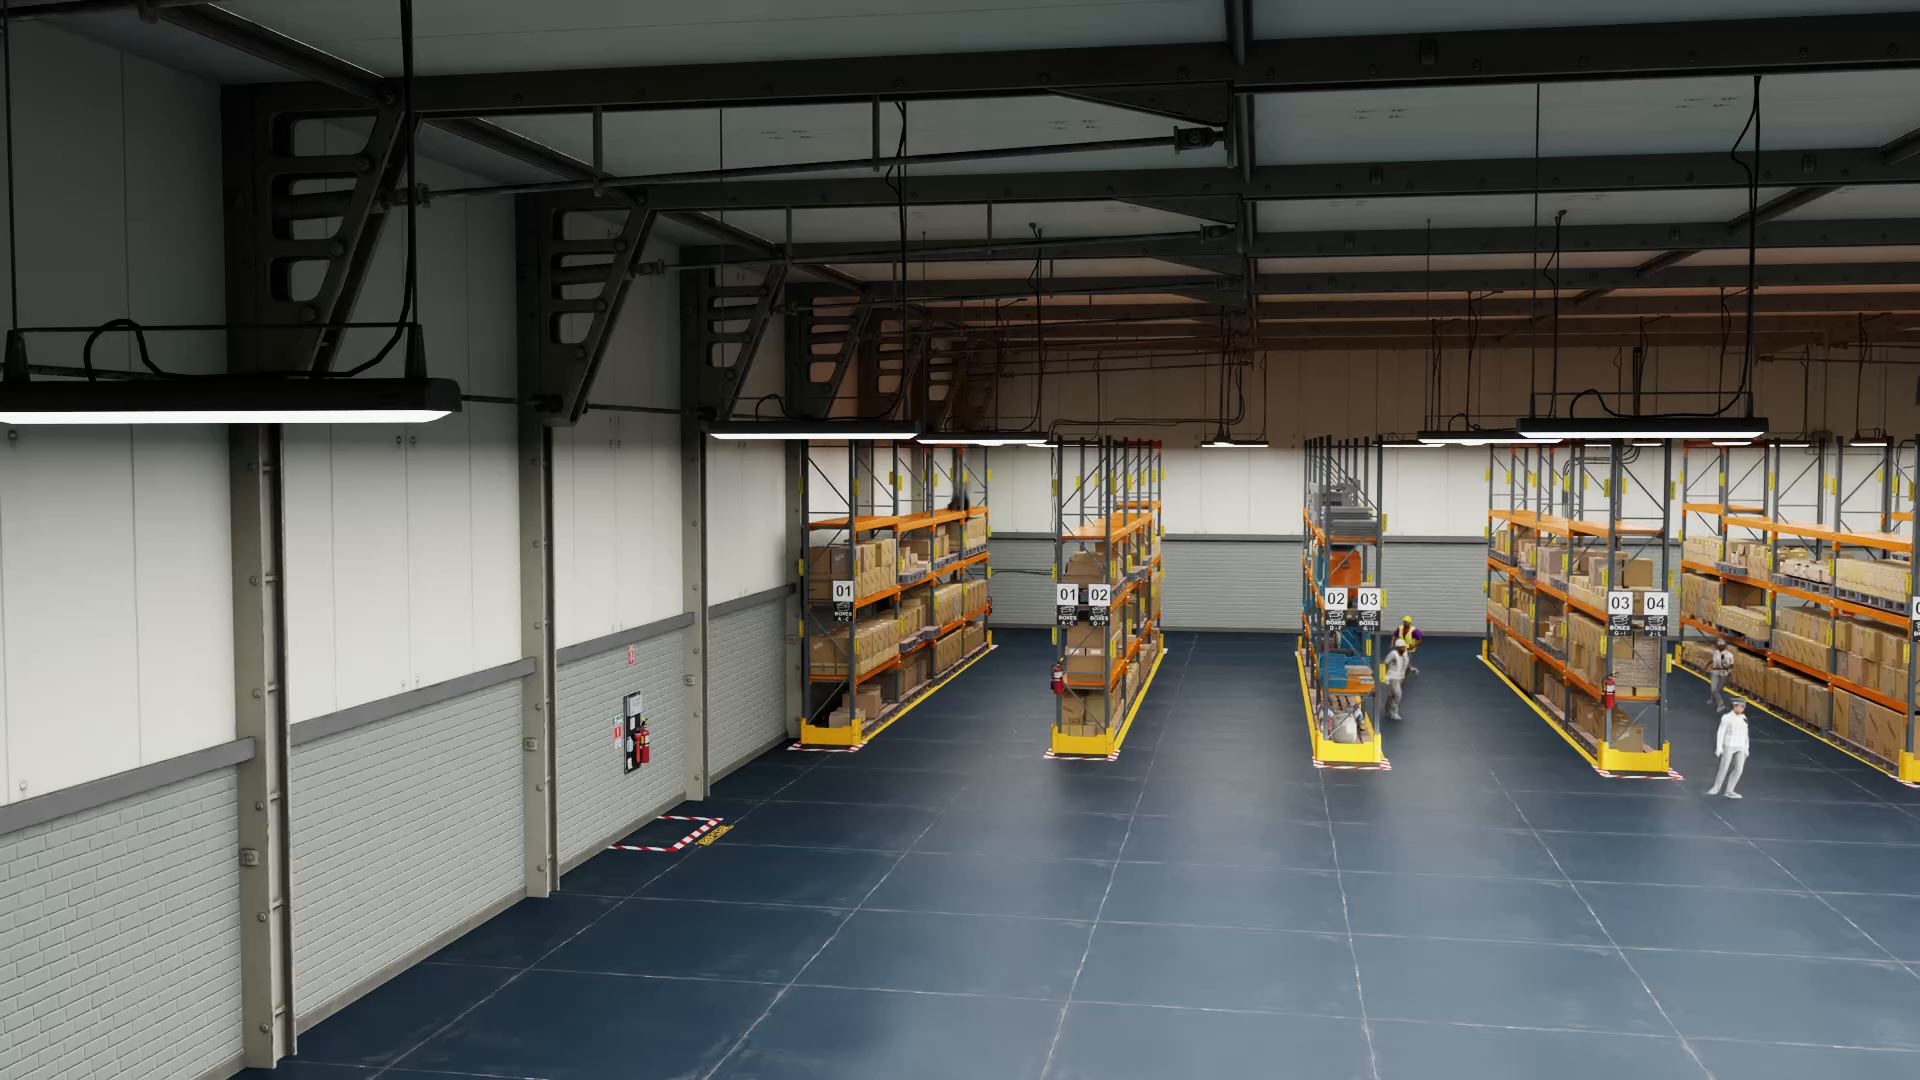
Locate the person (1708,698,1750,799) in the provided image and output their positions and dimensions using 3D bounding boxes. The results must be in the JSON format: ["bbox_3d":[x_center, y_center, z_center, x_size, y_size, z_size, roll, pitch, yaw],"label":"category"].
[{"bbox_3d":[12.672,3.417,27.367,0.594,1.651,0.447,-1,3,-14],"label":"person"}]

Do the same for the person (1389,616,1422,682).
[{"bbox_3d":[10.972,2.699,40.888,0.779,1.660,0.513,2,3,28],"label":"person"}]

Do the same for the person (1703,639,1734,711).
[{"bbox_3d":[16.746,2.960,36.659,0.694,1.631,0.636,3,4,43],"label":"person"}]

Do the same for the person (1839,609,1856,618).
[{"bbox_3d":[24.912,2.348,46.696,0.680,1.730,0.647,0,3,0],"label":"person"}]

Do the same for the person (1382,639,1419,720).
[{"bbox_3d":[9.345,2.954,35.457,0.834,1.726,0.737,3,4,44],"label":"person"}]
